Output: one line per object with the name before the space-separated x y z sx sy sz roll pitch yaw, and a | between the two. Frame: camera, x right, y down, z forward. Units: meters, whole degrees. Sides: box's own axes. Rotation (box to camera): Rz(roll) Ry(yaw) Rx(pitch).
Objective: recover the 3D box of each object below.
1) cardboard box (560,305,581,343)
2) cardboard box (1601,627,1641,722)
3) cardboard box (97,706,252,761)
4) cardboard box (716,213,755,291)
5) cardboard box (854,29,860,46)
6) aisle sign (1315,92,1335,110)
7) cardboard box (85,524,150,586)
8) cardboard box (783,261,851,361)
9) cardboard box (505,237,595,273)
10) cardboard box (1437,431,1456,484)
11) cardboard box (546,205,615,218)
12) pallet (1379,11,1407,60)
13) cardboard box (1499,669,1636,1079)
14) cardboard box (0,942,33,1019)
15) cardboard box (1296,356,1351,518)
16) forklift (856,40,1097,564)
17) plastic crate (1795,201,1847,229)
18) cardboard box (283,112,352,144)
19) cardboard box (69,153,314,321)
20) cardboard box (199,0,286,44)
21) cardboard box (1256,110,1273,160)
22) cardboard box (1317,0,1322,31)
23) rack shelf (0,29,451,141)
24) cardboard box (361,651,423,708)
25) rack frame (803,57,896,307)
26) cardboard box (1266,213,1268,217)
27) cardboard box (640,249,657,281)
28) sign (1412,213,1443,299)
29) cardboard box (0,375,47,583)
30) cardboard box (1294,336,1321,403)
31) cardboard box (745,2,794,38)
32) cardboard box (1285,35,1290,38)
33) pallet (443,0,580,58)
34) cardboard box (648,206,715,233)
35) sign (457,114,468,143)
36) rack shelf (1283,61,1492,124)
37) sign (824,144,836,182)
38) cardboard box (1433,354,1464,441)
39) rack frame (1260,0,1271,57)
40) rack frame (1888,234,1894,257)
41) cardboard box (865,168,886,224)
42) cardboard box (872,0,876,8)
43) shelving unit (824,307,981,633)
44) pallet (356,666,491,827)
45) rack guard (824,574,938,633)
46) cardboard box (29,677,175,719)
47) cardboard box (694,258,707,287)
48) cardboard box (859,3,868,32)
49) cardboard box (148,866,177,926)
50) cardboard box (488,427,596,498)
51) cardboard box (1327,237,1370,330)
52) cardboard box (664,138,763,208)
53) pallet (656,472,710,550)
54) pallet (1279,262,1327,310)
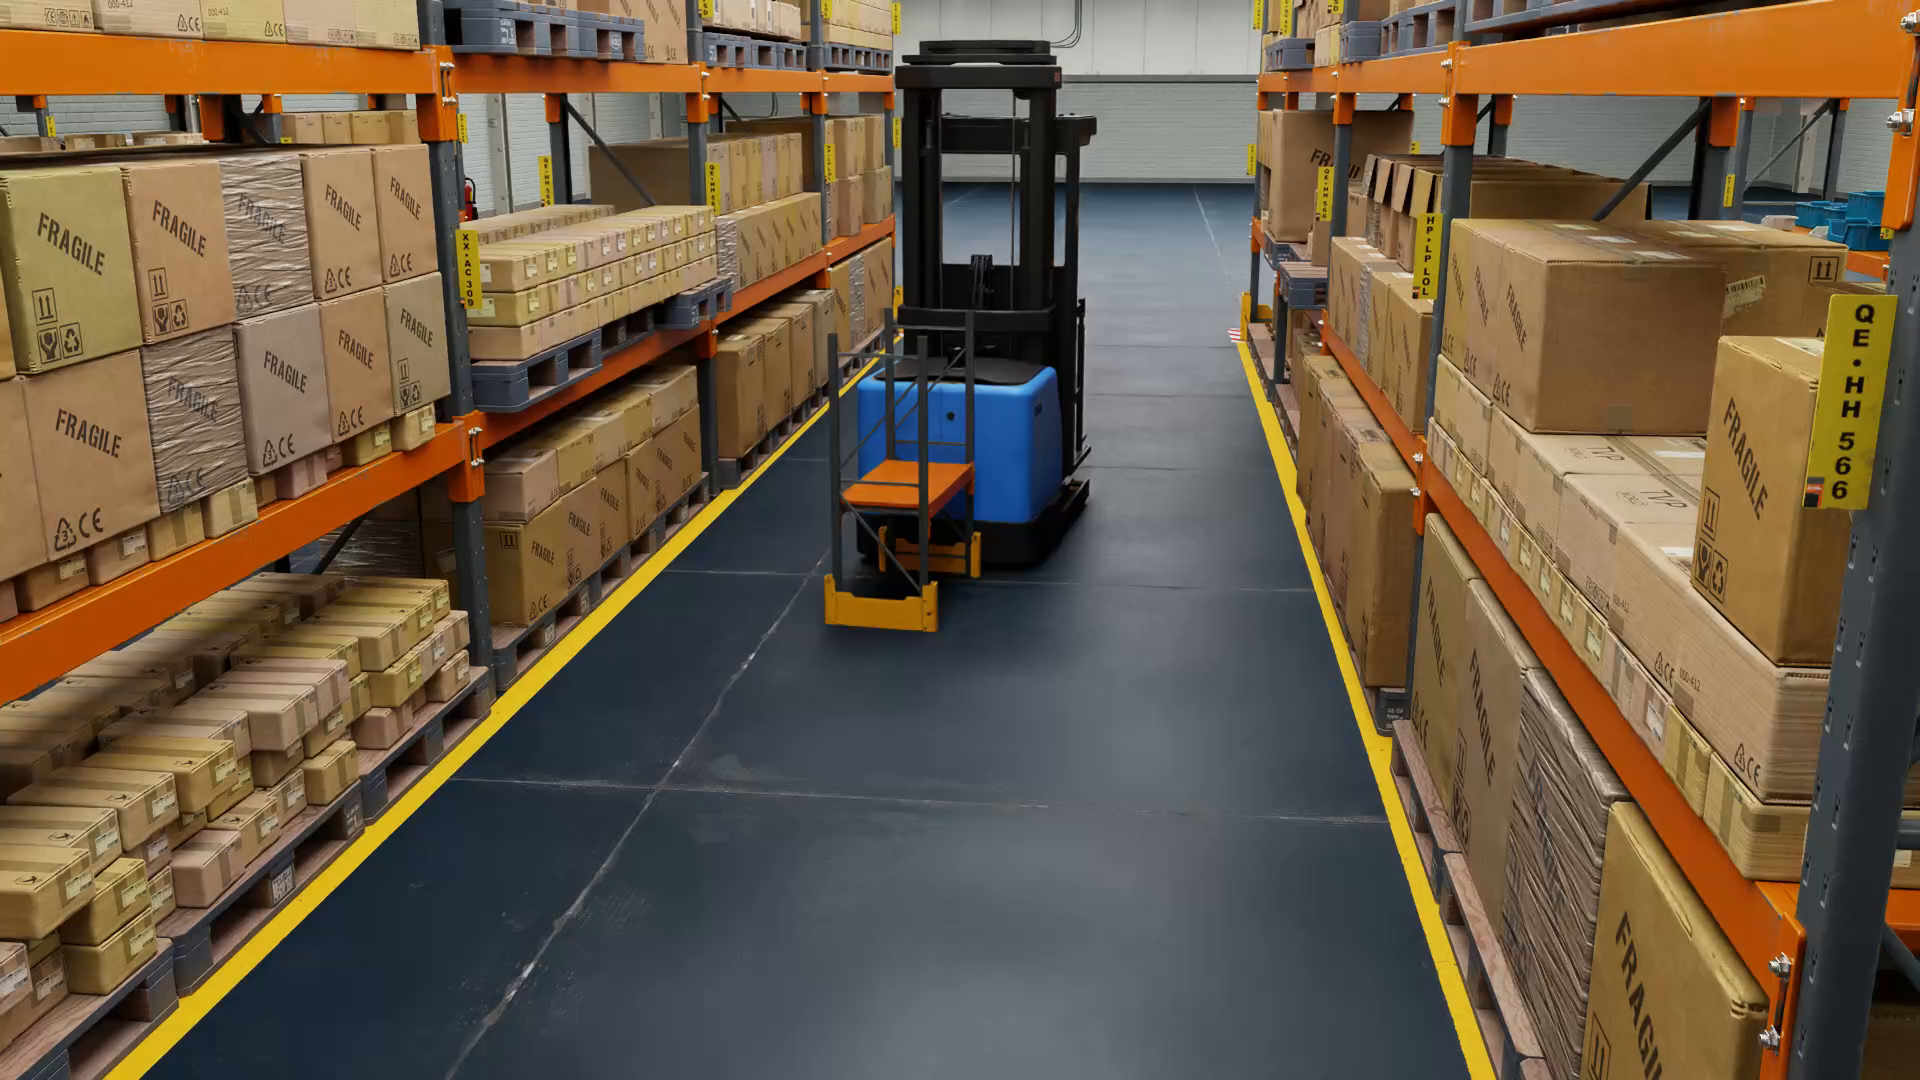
cardboard box | -2.027 -1.029 7.897 0.380 0.149 0.250 2 15 7
cardboard box | 1.679 0.309 3.752 0.380 0.149 0.250 2 15 7
cardboard box | -2.579 0.666 5.470 0.380 0.149 0.250 2 15 6
cardboard box | -1.762 -2.048 11.798 0.500 0.500 0.500 2 15 6
cardboard box | -1.163 -4.789 15.866 0.380 0.149 0.250 2 15 6
aisle sign | 3.990 -4.924 17.645 0.394 0.787 0.004 2 15 6
cardboard box | -2.600 0.023 4.812 0.380 0.149 0.250 1 15 5
cardboard box | -1.543 -2.135 15.577 0.875 0.875 0.875 2 15 7
cardboard box | -1.997 -1.383 8.066 0.380 0.149 0.250 1 15 6
cardboard box | 1.937 -0.293 5.981 0.380 0.149 0.250 1 15 4
cardboard box | -2.380 -2.013 10.396 0.380 0.149 0.250 2 15 6
pallet | 2.639 -2.485 8.221 1.003 0.211 1.213 2 15 9
cardboard box | 1.975 0.906 4.329 0.875 0.875 0.875 2 15 6
cardboard box | -2.637 1.148 4.258 0.380 0.149 0.250 2 15 6
cardboard box | 2.683 -0.586 9.848 1.225 0.875 0.875 1 15 4
forklift | 0.241 -1.618 10.531 1.130 2.935 3.031 4 16 13
plastic crate | 8.847 -3.306 16.925 0.499 0.251 0.616 2 15 6
cardboard box | -6.269 -3.830 15.904 0.700 0.500 0.500 2 15 7
cardboard box | -2.496 -1.000 5.437 0.500 0.500 0.500 2 15 8
cardboard box | -2.498 -1.701 5.248 0.500 0.250 0.500 2 15 6
cardboard box | 3.352 -4.202 17.278 0.500 0.500 0.500 2 15 6
cardboard box | 2.705 -3.717 11.266 0.500 0.500 0.500 2 15 7
rack shelf | -2.812 -1.304 4.869 1.077 0.370 4.000 2 15 6
cardboard box | -2.337 0.540 6.507 0.380 0.149 0.250 1 15 4
rack frame | -1.232 -3.834 18.595 1.000 3.000 0.127 2 15 6
cardboard box | 3.282 -3.215 16.786 0.380 0.149 0.250 2 15 6
cardboard box | -1.882 -1.508 9.100 0.380 0.149 0.250 2 15 8
sign | 1.790 -1.084 6.357 0.100 0.325 0.005 2 15 6
cardboard box | -2.677 -0.124 4.113 0.500 0.500 0.500 2 15 6
cardboard box | 3.070 -1.348 13.348 0.700 0.500 0.500 2 15 6
cardboard box | -1.604 -4.097 13.110 0.500 0.250 0.500 2 15 6
cardboard box | 3.046 -4.420 14.537 0.380 0.149 0.250 1 15 3
pallet | -2.411 -2.236 7.299 1.213 0.211 1.003 2 15 6
cardboard box | -1.735 -1.987 10.302 0.380 0.149 0.250 1 15 4
sign | -5.613 -4.644 18.765 0.100 0.325 0.005 2 15 6
rack shelf | 3.008 -3.206 11.905 1.077 0.370 4.000 2 15 6
sign | -1.143 -3.304 14.568 0.100 0.325 0.005 2 15 6
cardboard box | 2.017 -0.507 6.007 0.500 0.250 0.500 1 15 5
rack frame | 3.685 -6.558 17.175 1.000 3.000 0.127 2 15 6
rack frame | 8.155 -2.479 13.582 1.000 3.000 0.127 2 15 6
cardboard box | -1.270 -3.666 17.685 0.875 0.550 0.550 2 15 6
cardboard box | -1.049 -5.436 16.731 0.380 0.149 0.250 2 15 6
shelving unit | -0.288 -0.407 8.793 0.587 1.500 1.083 4 16 13
pallet | -2.627 0.799 6.801 1.003 0.211 1.213 2 15 6
rack guard | -0.404 0.323 8.489 0.587 0.250 0.087 4 16 13
cardboard box | -2.966 0.589 5.753 0.380 0.149 0.250 1 15 4
cardboard box | -1.764 -1.635 10.139 0.380 0.149 0.250 2 15 6
cardboard box | -1.182 -5.079 16.172 0.500 0.250 0.500 2 15 7
cardboard box | -2.619 1.096 5.021 0.380 0.149 0.250 2 15 6
cardboard box | -2.183 -0.402 8.450 0.500 0.250 0.500 2 15 8
cardboard box | 2.457 -1.517 9.835 0.500 0.500 0.500 2 15 8
cardboard box | -1.906 -2.803 12.676 0.700 0.500 0.500 2 15 6
pallet | -2.225 -0.211 10.537 1.003 0.211 1.213 2 15 6
pallet | 2.756 -1.682 11.005 1.213 0.211 1.003 2 15 6
